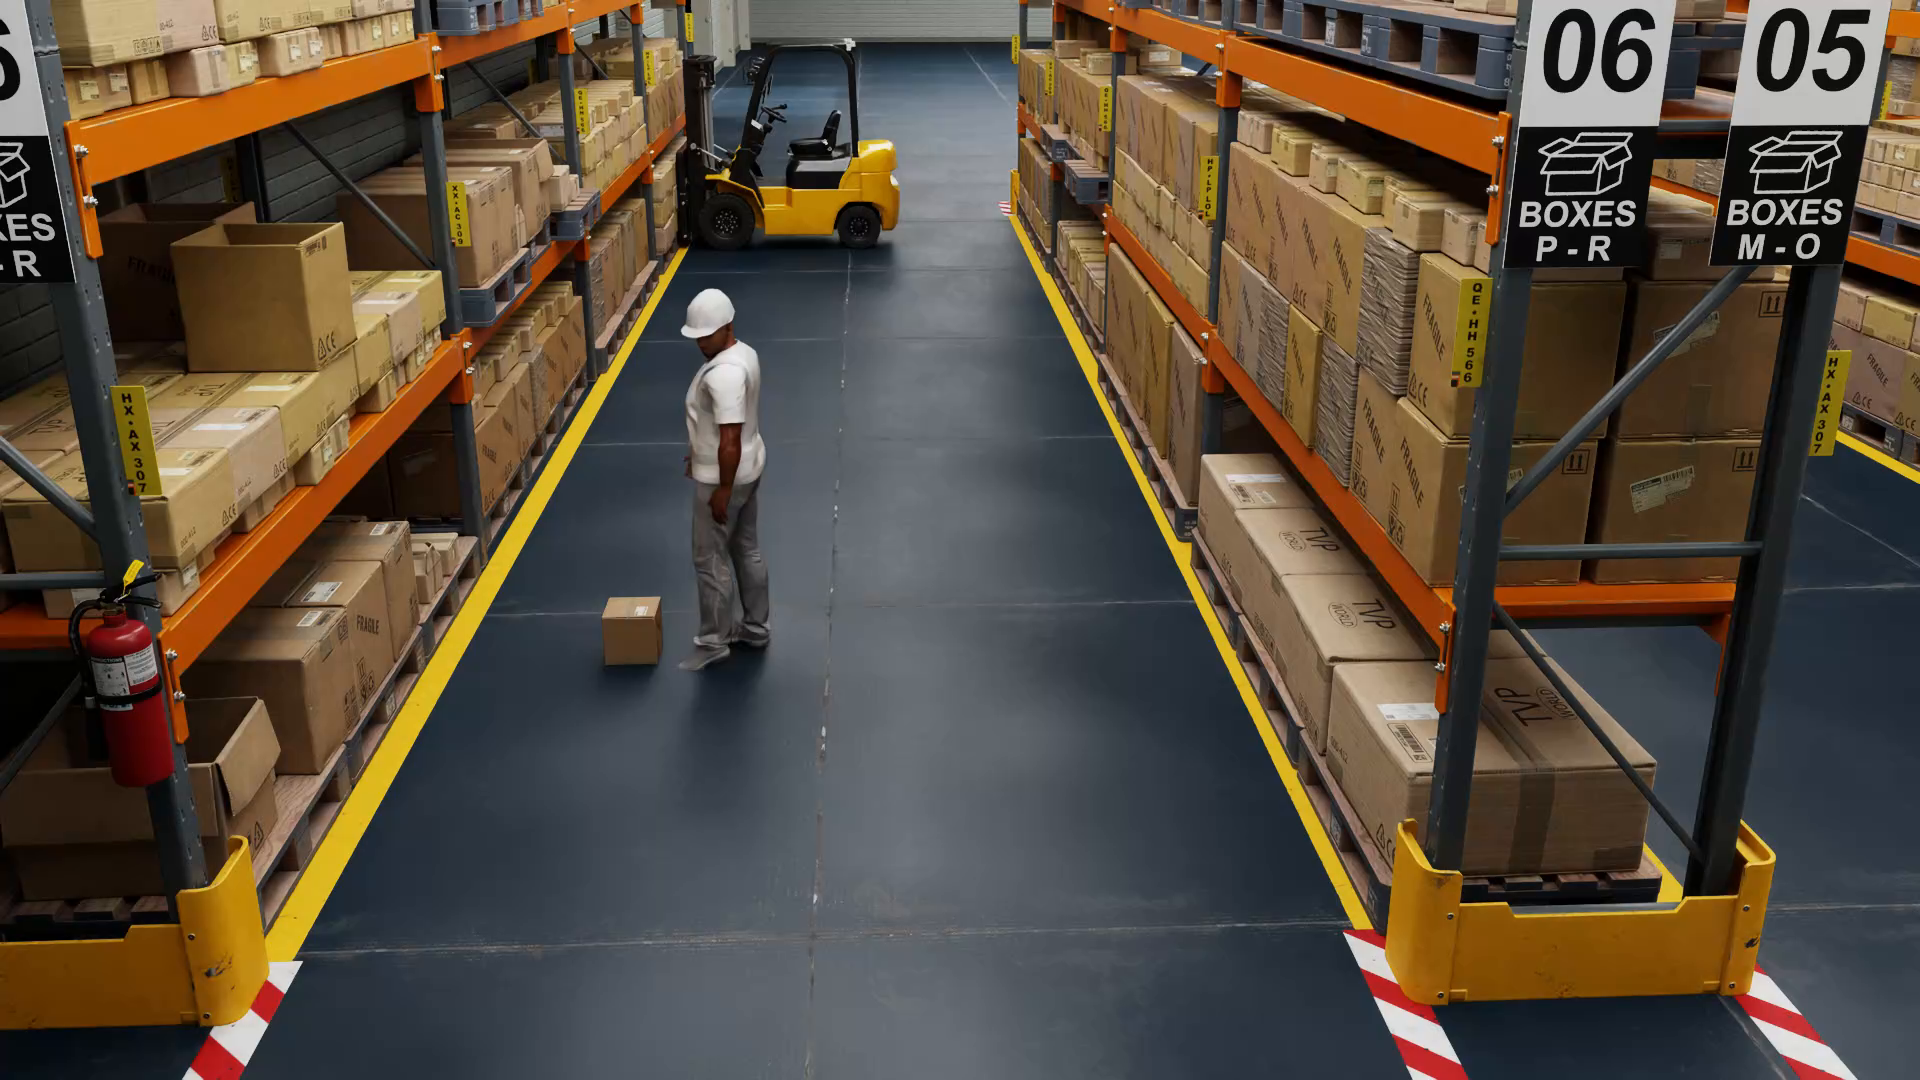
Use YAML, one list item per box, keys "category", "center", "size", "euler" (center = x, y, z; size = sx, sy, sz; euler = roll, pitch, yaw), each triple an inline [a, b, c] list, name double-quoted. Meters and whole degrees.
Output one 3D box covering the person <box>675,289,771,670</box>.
- category: "person"
  center: [-1.146, -0.280, 7.831]
  size: [0.471, 1.840, 0.631]
  euler: [3, 20, 7]
